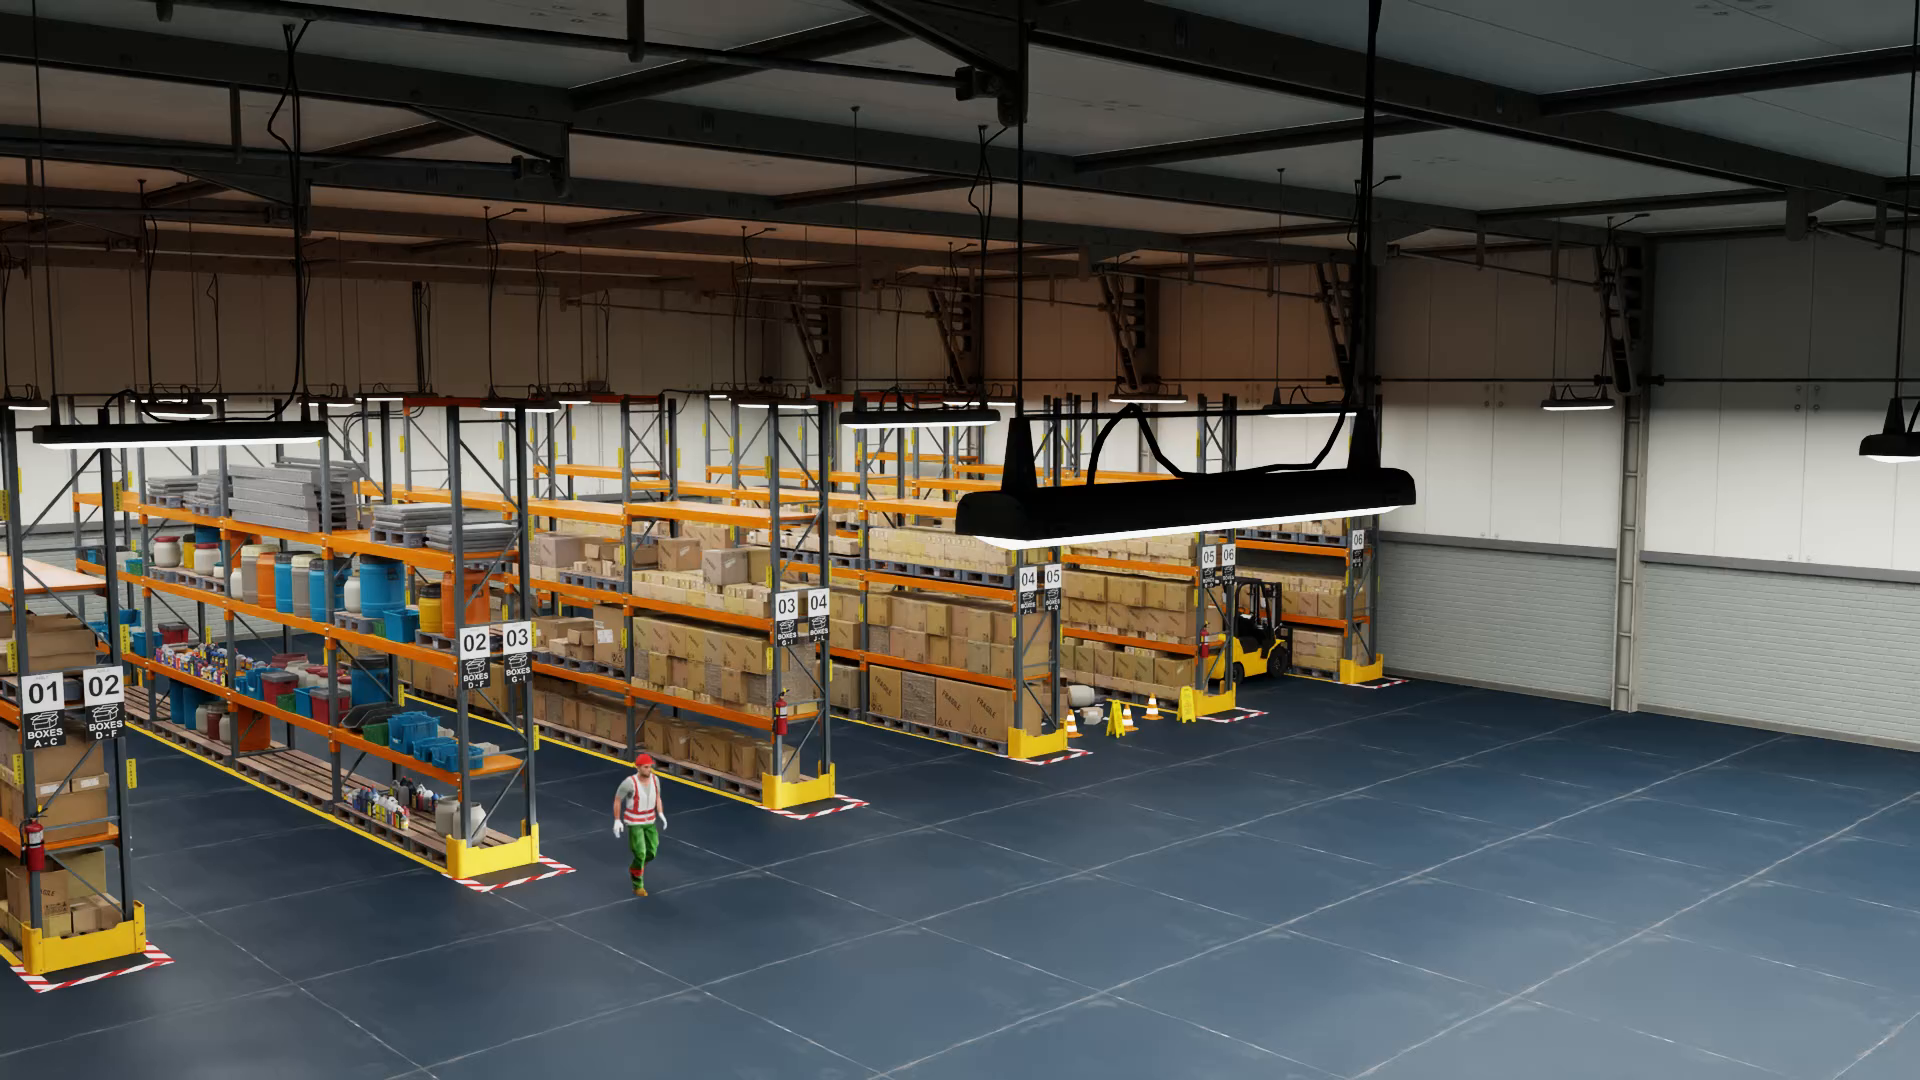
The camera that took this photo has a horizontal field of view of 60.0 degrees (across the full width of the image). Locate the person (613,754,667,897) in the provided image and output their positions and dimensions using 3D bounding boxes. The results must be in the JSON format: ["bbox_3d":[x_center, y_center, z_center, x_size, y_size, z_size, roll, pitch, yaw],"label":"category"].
[{"bbox_3d":[-4.016,3.484,20.545,0.671,1.762,0.648,5,8,44],"label":"person"}]
